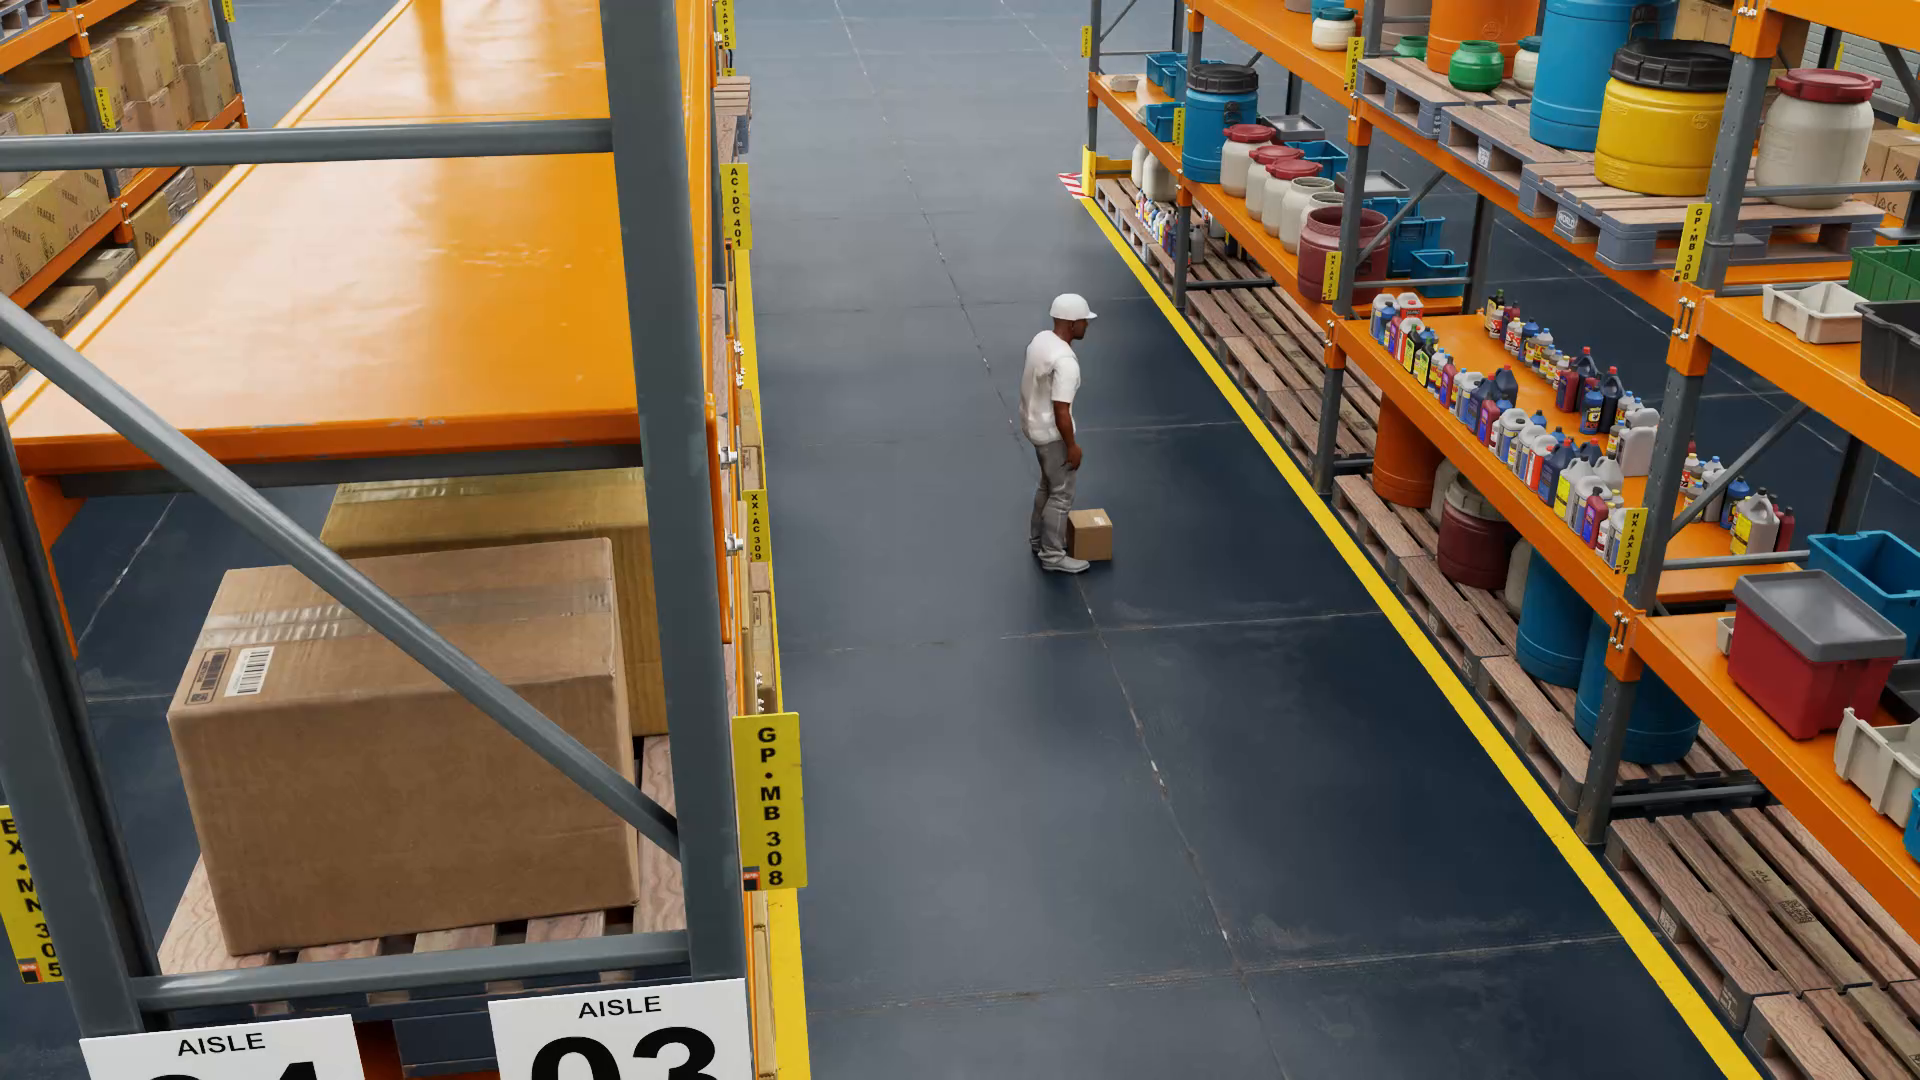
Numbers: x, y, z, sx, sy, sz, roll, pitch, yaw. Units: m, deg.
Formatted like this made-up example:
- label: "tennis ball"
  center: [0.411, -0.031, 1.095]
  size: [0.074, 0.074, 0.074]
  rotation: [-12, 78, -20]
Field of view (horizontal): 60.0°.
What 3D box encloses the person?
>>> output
- label: "person"
  center: [0.614, -0.689, 10.434]
  size: [0.456, 1.760, 0.635]
  rotation: [-5, 27, -10]
